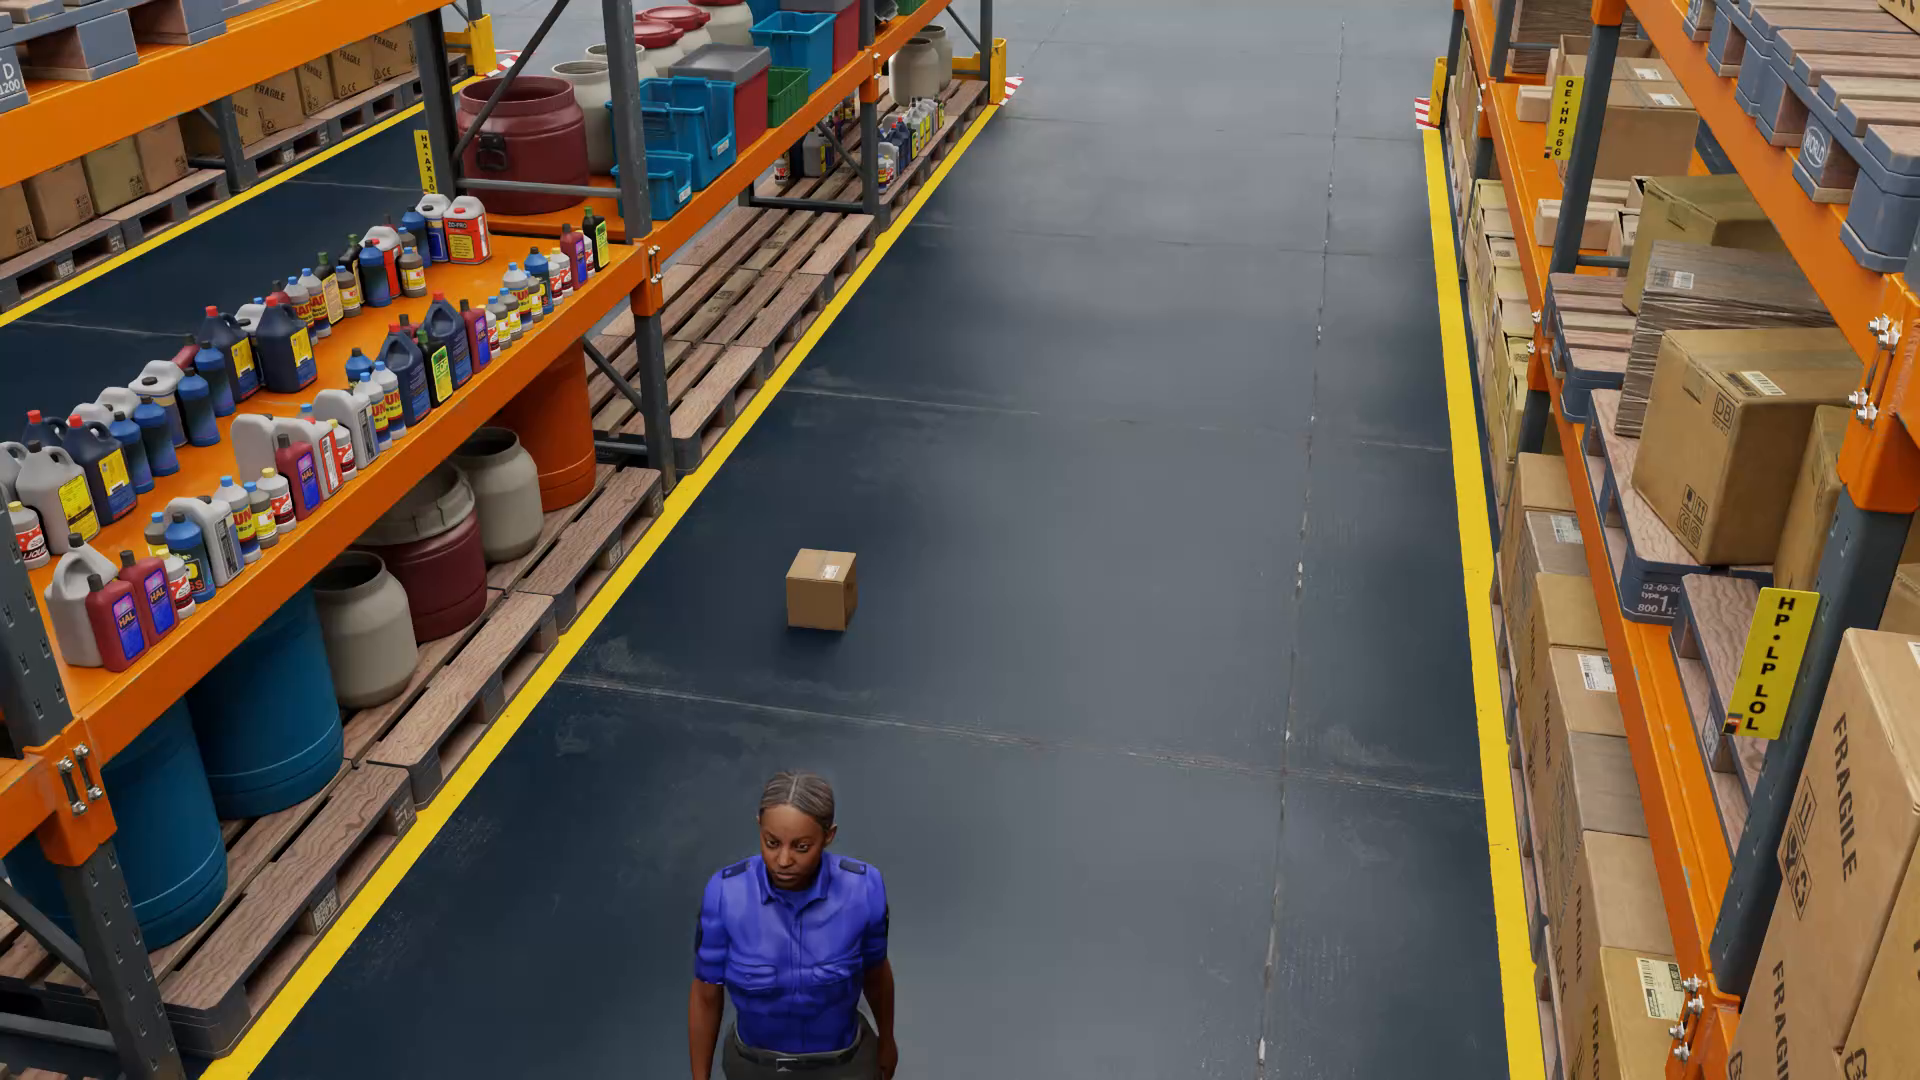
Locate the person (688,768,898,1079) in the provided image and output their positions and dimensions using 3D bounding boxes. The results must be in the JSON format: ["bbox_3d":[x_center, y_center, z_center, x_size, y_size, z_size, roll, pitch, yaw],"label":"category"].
[{"bbox_3d":[-0.387,1.228,3.906,0.465,1.604,0.978,1,29,1],"label":"person"}]
